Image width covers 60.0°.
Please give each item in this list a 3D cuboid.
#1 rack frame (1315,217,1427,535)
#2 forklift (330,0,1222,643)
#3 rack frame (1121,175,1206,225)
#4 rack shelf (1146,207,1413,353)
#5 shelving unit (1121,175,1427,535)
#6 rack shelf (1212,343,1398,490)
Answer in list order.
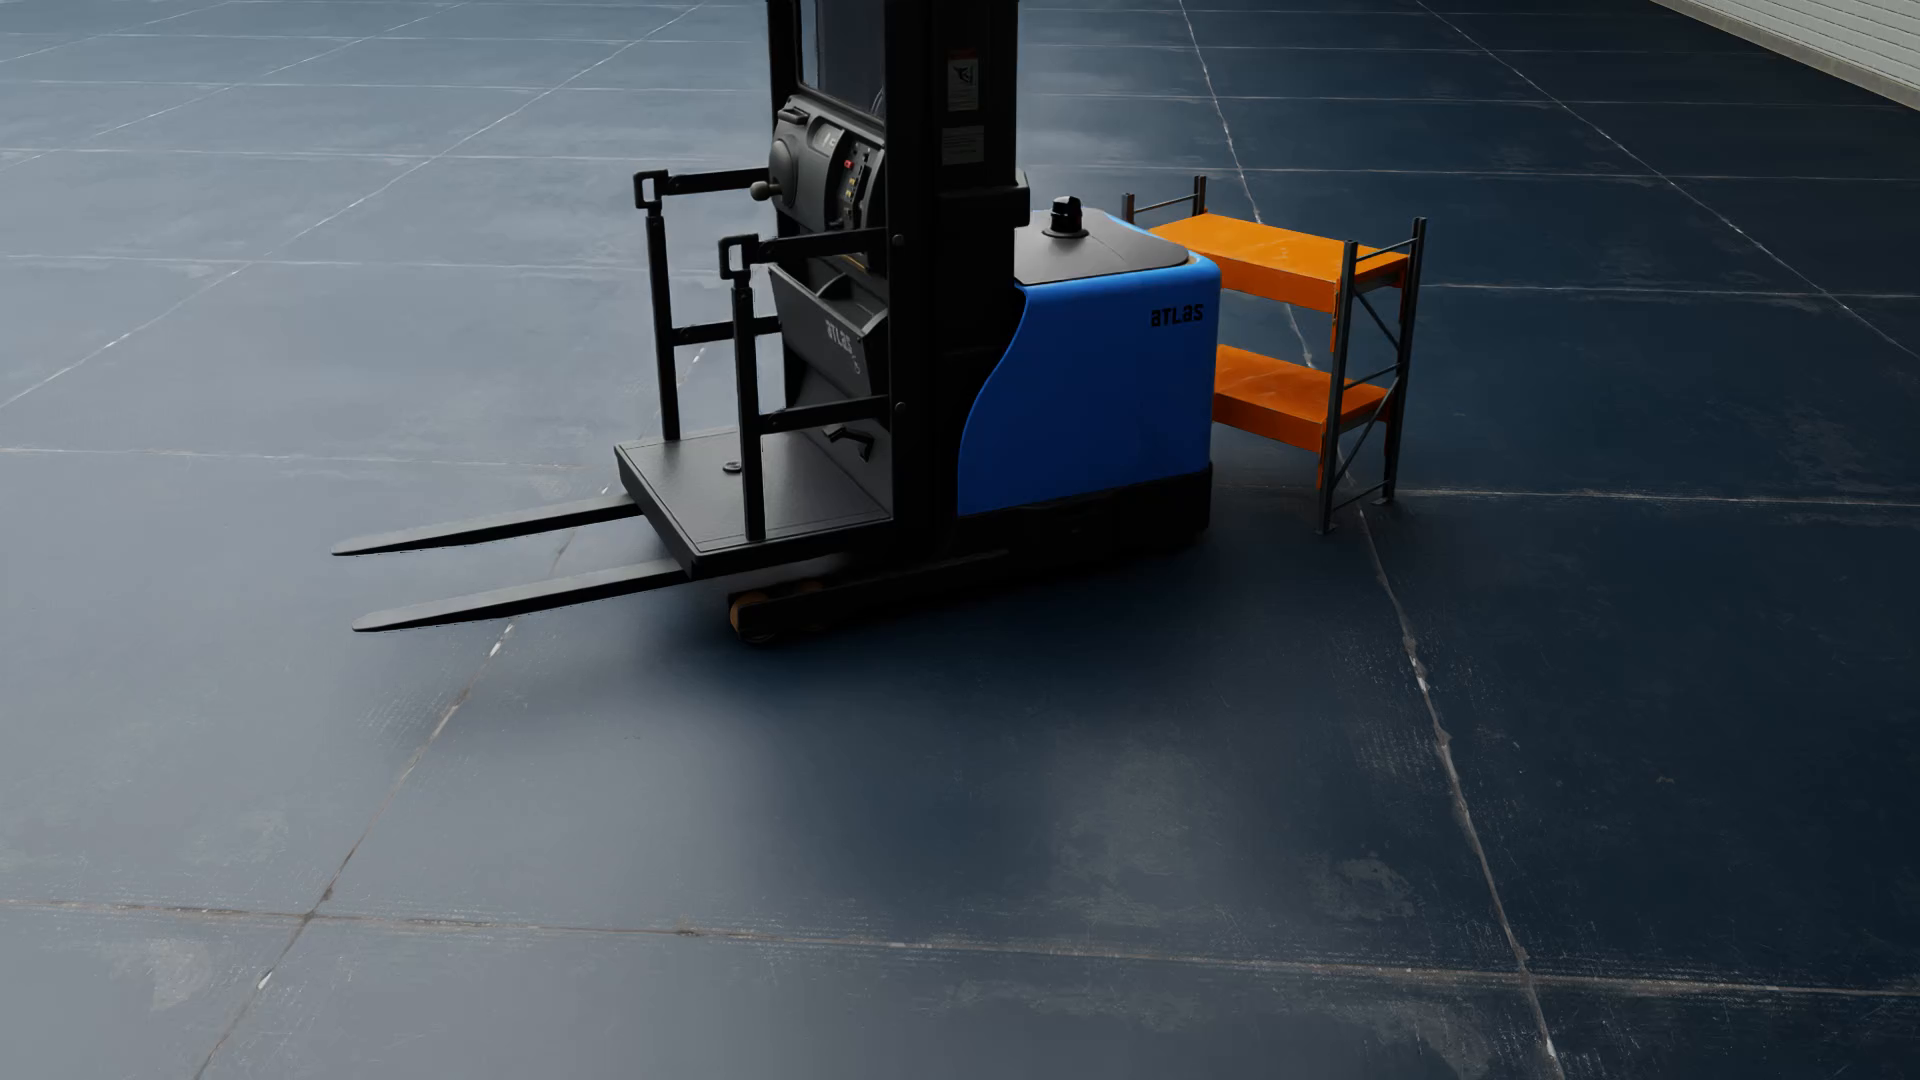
[{"bbox_3d":[1.537,-0.607,6.224,0.500,1.125,0.032,-23,33,-40],"label":"rack frame"},{"bbox_3d":[-0.630,-1.242,5.443,3.031,2.935,1.130,-11,27,-22],"label":"forklift"},{"bbox_3d":[0.819,-0.908,6.878,0.500,1.125,0.032,-23,33,-40],"label":"rack frame"},{"bbox_3d":[1.178,-1.024,6.429,0.538,0.278,1.000,-23,33,-40],"label":"rack shelf"},{"bbox_3d":[1.178,-0.758,6.551,0.538,1.125,1.048,-23,33,-40],"label":"shelving unit"},{"bbox_3d":[1.178,-0.536,6.654,0.538,0.278,1.000,-23,33,-40],"label":"rack shelf"}]
